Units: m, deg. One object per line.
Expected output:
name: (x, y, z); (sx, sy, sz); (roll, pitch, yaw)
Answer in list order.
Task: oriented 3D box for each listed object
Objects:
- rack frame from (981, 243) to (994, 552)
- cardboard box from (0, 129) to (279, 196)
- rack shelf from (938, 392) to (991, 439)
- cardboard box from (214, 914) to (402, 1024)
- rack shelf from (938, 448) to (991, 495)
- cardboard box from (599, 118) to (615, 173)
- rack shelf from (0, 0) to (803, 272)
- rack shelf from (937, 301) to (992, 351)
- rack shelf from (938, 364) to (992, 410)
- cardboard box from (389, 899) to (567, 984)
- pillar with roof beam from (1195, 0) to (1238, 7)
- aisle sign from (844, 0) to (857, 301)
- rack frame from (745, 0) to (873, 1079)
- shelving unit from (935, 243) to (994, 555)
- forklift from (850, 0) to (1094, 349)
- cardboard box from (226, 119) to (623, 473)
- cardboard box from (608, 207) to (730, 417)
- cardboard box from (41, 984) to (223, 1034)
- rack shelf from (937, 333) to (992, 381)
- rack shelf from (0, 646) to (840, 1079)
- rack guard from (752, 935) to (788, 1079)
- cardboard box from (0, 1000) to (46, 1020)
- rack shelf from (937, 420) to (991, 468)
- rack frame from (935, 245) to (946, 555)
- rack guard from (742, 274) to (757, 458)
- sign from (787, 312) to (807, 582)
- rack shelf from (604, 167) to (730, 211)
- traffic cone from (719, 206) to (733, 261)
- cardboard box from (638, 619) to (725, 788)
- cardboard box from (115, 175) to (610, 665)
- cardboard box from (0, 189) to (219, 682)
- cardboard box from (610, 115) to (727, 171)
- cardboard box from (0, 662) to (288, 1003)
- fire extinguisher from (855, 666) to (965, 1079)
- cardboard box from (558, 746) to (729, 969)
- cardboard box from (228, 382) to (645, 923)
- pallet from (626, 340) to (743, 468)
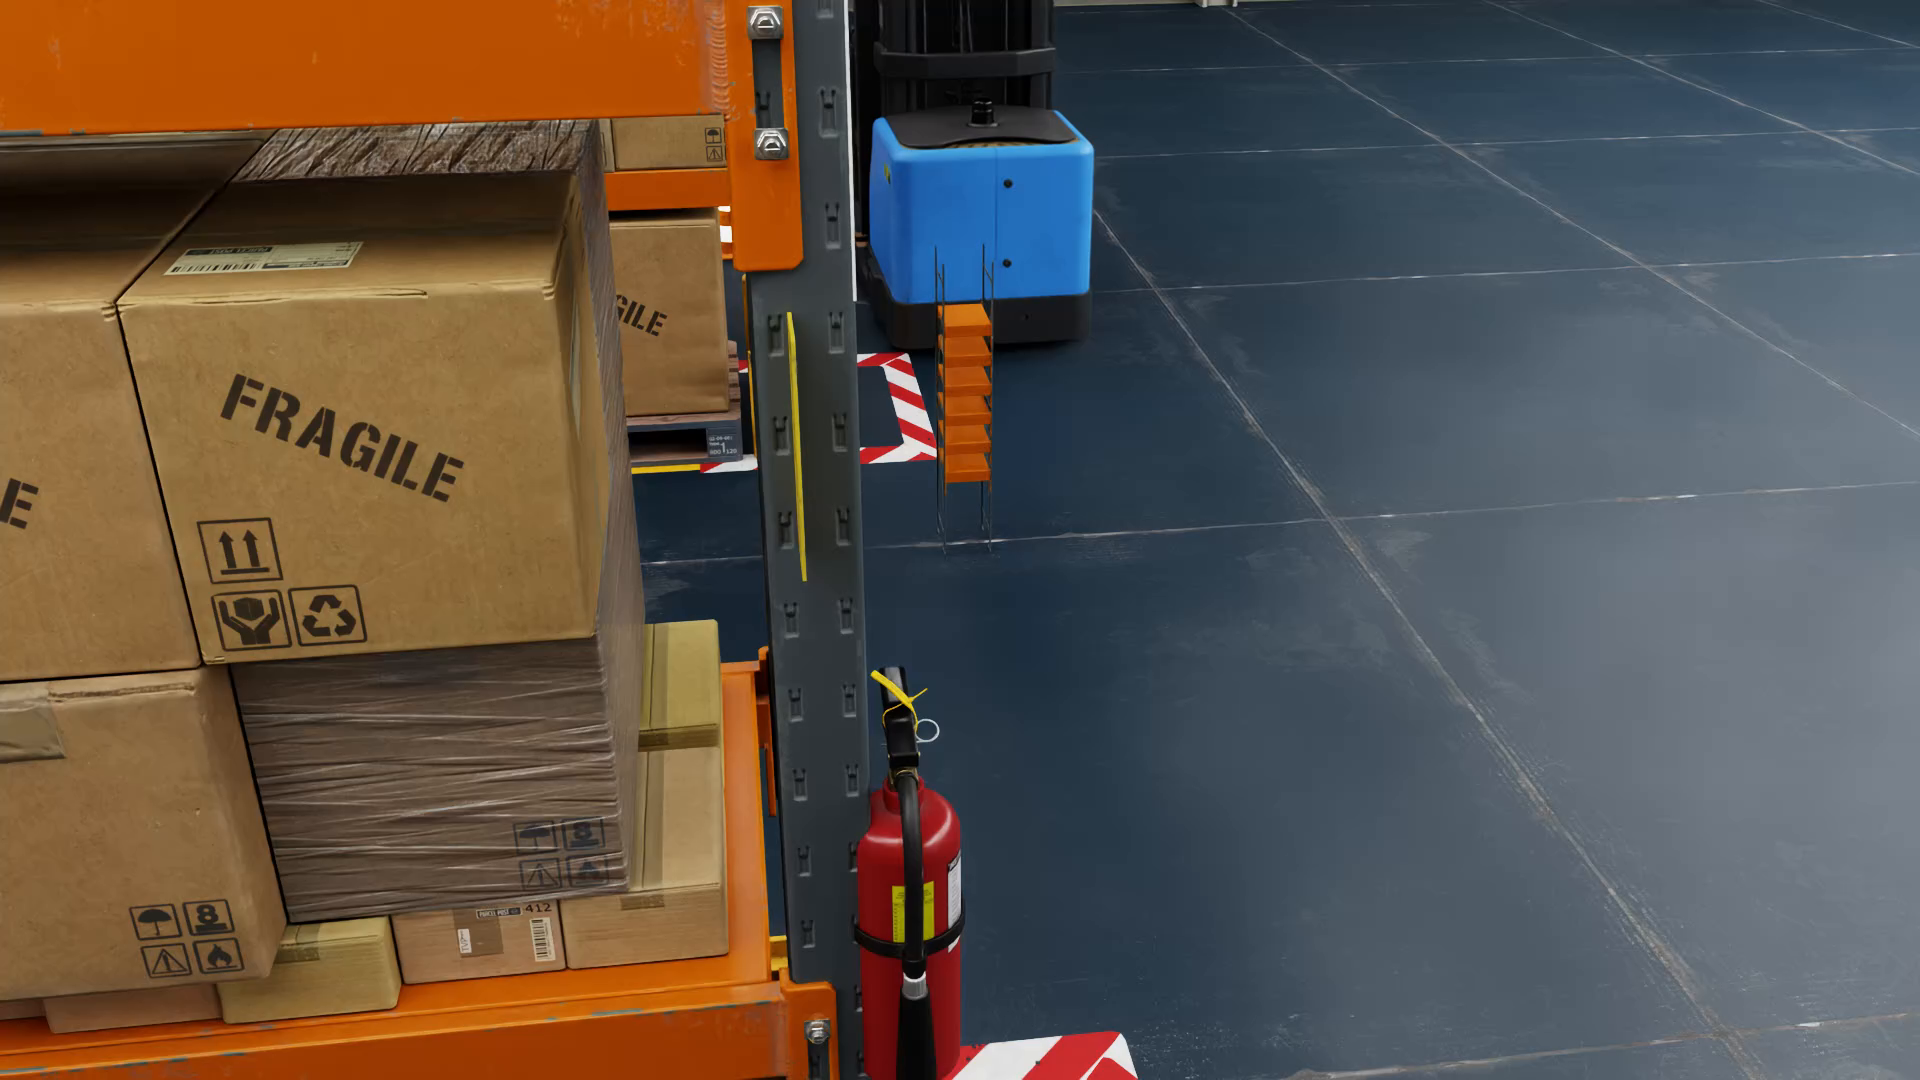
rack frame: (0.105, -0.541, 6.489); (0.006, 1.200, 0.240); (-4, 27, -7)
cardboard box: (-1.339, -0.391, 2.695); (0.500, 0.500, 0.500); (-4, 27, -7)
rack shelf: (0.014, -0.495, 6.498); (0.180, 0.103, 0.258); (-4, 27, -7)
cardboard box: (-1.002, 0.569, 2.631); (0.250, 0.149, 0.380); (-4, 27, -7)
rack shelf: (0.014, -0.282, 6.608); (0.180, 0.103, 0.258); (-4, 27, -7)
cardboard box: (-1.754, -1.936, 7.073); (0.550, 0.550, 0.875); (-4, 27, -7)
rack shelf: (-2.241, -0.597, 2.130); (4.000, 0.370, 1.077); (-4, 27, -7)
rack shelf: (0.014, -0.816, 6.334); (0.180, 0.103, 0.258); (-4, 27, -7)
rack shelf: (0.014, -0.602, 6.443); (0.180, 0.103, 0.258); (-4, 27, -7)
cardboard box: (-0.761, 0.529, 2.708); (0.250, 0.149, 0.380); (-4, 27, -7)
pillar with roof beam: (3.390, -7.901, 12.291); (0.400, 9.000, 9.100); (-4, 27, -7)
aisle sign: (-0.157, -0.734, 2.048); (0.004, 0.787, 0.394); (-4, 27, -7)
rack frame: (-0.261, 0.289, 2.901); (0.053, 2.616, 0.949); (-4, 27, -7)
shelving unit: (0.014, -0.535, 6.478); (0.189, 1.200, 0.258); (-4, 27, -7)
forklift: (-0.075, -2.927, 9.244); (1.130, 2.935, 3.031); (-5, 28, -9)
cardboard box: (-0.843, -0.419, 2.751); (0.500, 0.500, 0.500); (-4, 27, -7)
cardboard box: (-1.514, -1.127, 7.527); (0.875, 0.875, 0.875); (-4, 27, -7)
cardboard box: (-1.252, 0.577, 2.614); (0.250, 0.149, 0.380); (-4, 27, -7)
rack shelf: (0.014, -0.709, 6.389); (0.180, 0.103, 0.258); (-4, 27, -7)
rack shelf: (-2.241, 0.738, 2.814); (4.000, 0.370, 1.077); (-4, 27, -7)
rack guard: (-0.336, 1.408, 3.459); (0.348, 0.500, 1.175); (-4, 27, -7)
cardboard box: (-1.505, 0.575, 2.620); (0.250, 0.149, 0.380); (-4, 27, -7)
rack shelf: (0.014, -0.388, 6.553); (0.180, 0.103, 0.258); (-4, 27, -7)
rack frame: (-0.076, -0.529, 6.467); (0.006, 1.200, 0.240); (-4, 27, -7)
rack guard: (-0.828, -0.848, 7.854); (0.348, 0.500, 1.175); (-4, 27, -7)
sign: (-0.203, -0.113, 2.070); (0.005, 0.325, 0.100); (-4, 27, -7)
rack shelf: (-2.832, -1.511, 7.197); (4.000, 0.370, 1.077); (-4, 27, -7)
traffic cone: (-1.396, -1.970, 10.083); (0.334, 0.463, 0.336); (-4, 27, -7)
cardboard box: (-0.576, 0.313, 3.130); (0.250, 0.149, 0.380); (-4, 27, -7)
cardboard box: (-0.771, -0.184, 2.293); (0.500, 0.500, 0.500); (-4, 27, -7)
cardboard box: (-1.265, -0.150, 2.226); (0.500, 0.500, 0.500); (-4, 27, -7)
cardboard box: (-1.212, -1.981, 7.160); (0.550, 0.550, 0.875); (-4, 27, -7)
cardboard box: (-1.287, 0.222, 2.596); (0.500, 0.500, 0.875); (-4, 27, -7)
fire extinguisher: (-0.083, 0.526, 2.524); (0.183, 0.674, 0.296); (-4, 27, -7)
cardboard box: (-0.514, 0.514, 2.738); (0.250, 0.149, 0.380); (-4, 27, -7)
cardboard box: (-0.809, 0.136, 2.763); (0.500, 0.500, 0.875); (-4, 27, -7)
pallet: (-1.632, -0.631, 7.749); (1.213, 0.211, 1.003); (-4, 27, -7)
